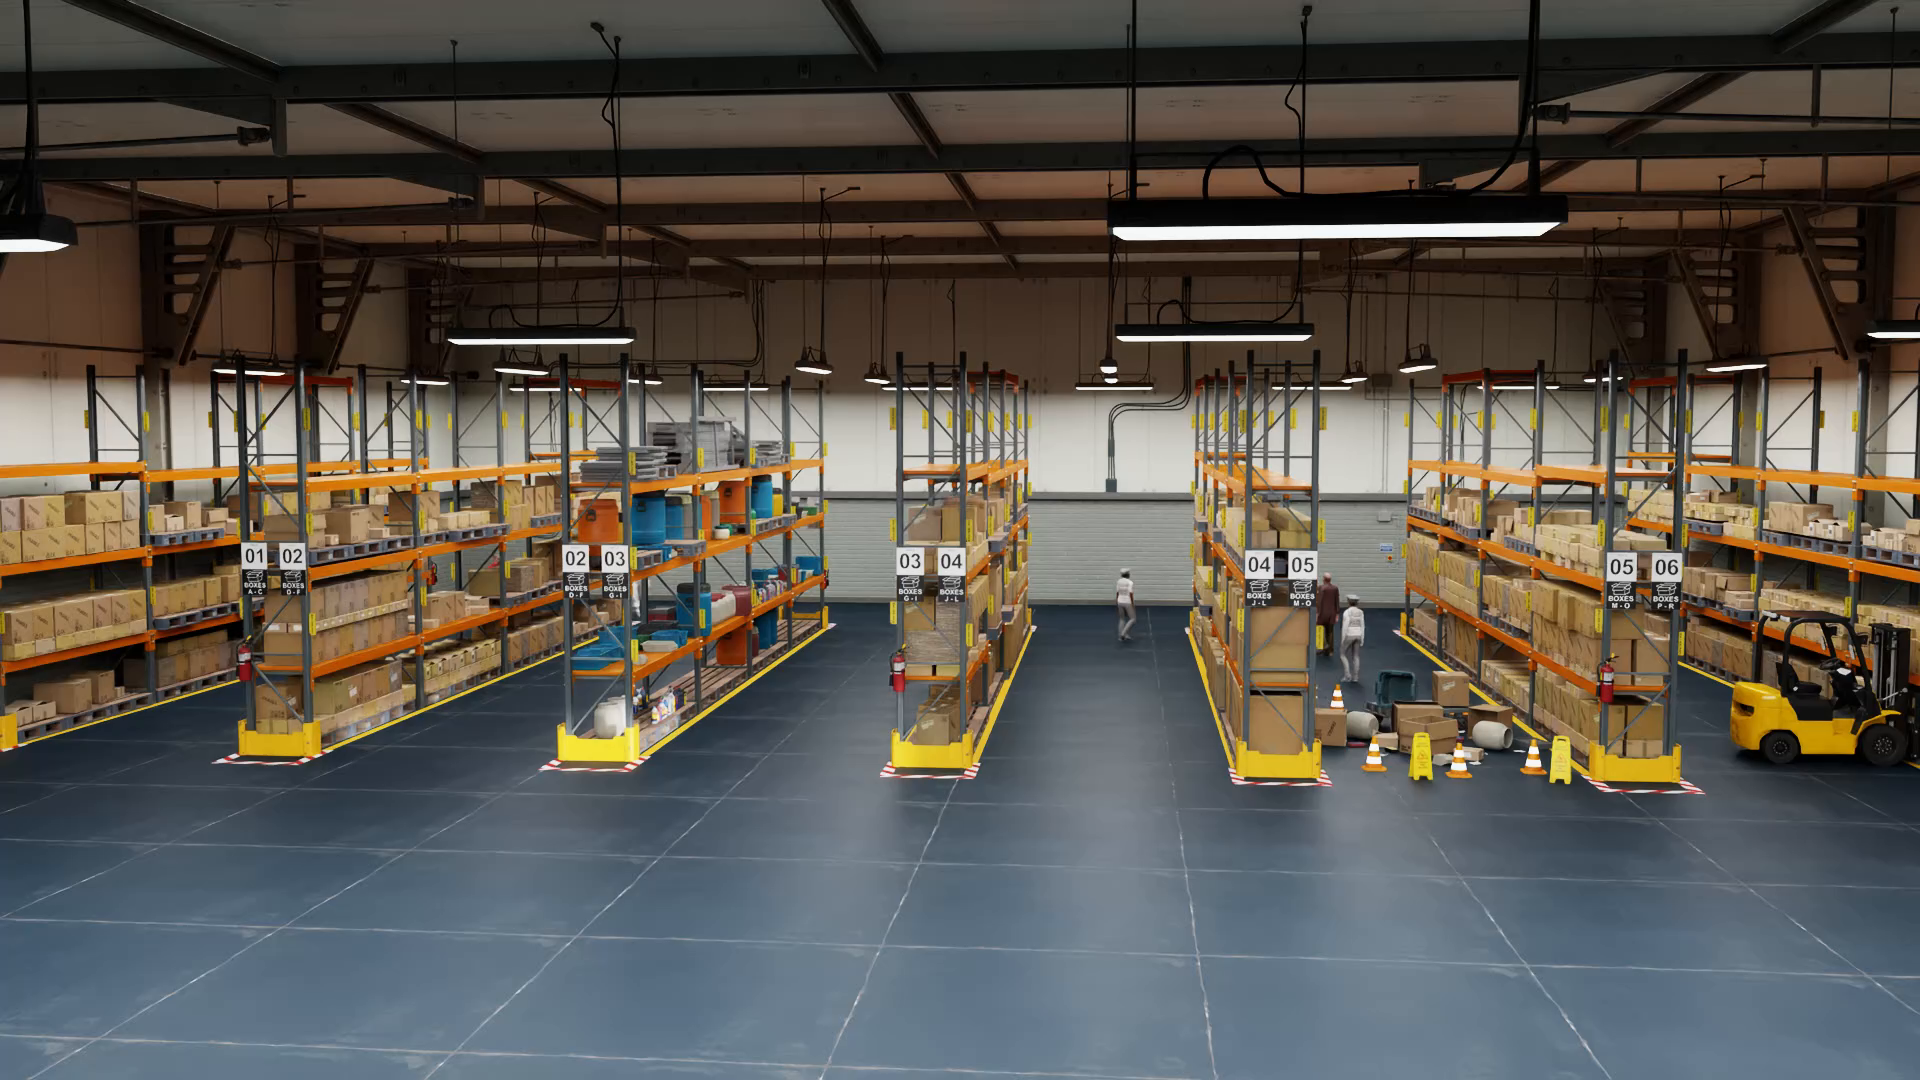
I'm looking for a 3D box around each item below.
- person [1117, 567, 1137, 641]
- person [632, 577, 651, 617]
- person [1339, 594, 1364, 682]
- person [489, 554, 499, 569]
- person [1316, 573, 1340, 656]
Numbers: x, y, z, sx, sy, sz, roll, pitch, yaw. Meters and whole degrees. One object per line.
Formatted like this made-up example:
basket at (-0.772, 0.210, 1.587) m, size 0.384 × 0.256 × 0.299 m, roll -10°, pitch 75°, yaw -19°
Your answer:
person at (3.740, 1.470, 37.806) m, size 0.448 × 1.687 × 0.485 m, roll -4°, pitch 6°, yaw -44°
person at (-8.259, 1.079, 42.650) m, size 0.568 × 1.717 × 1.093 m, roll -2°, pitch 5°, yaw -29°
person at (7.549, 1.903, 32.027) m, size 0.518 × 1.713 × 0.345 m, roll -2°, pitch 4°, yaw -21°
person at (-11.552, 1.210, 41.394) m, size 0.751 × 1.720 × 0.522 m, roll -2°, pitch 4°, yaw -21°
person at (7.849, 1.585, 35.532) m, size 0.638 × 1.779 × 0.532 m, roll -2°, pitch 4°, yaw -24°
